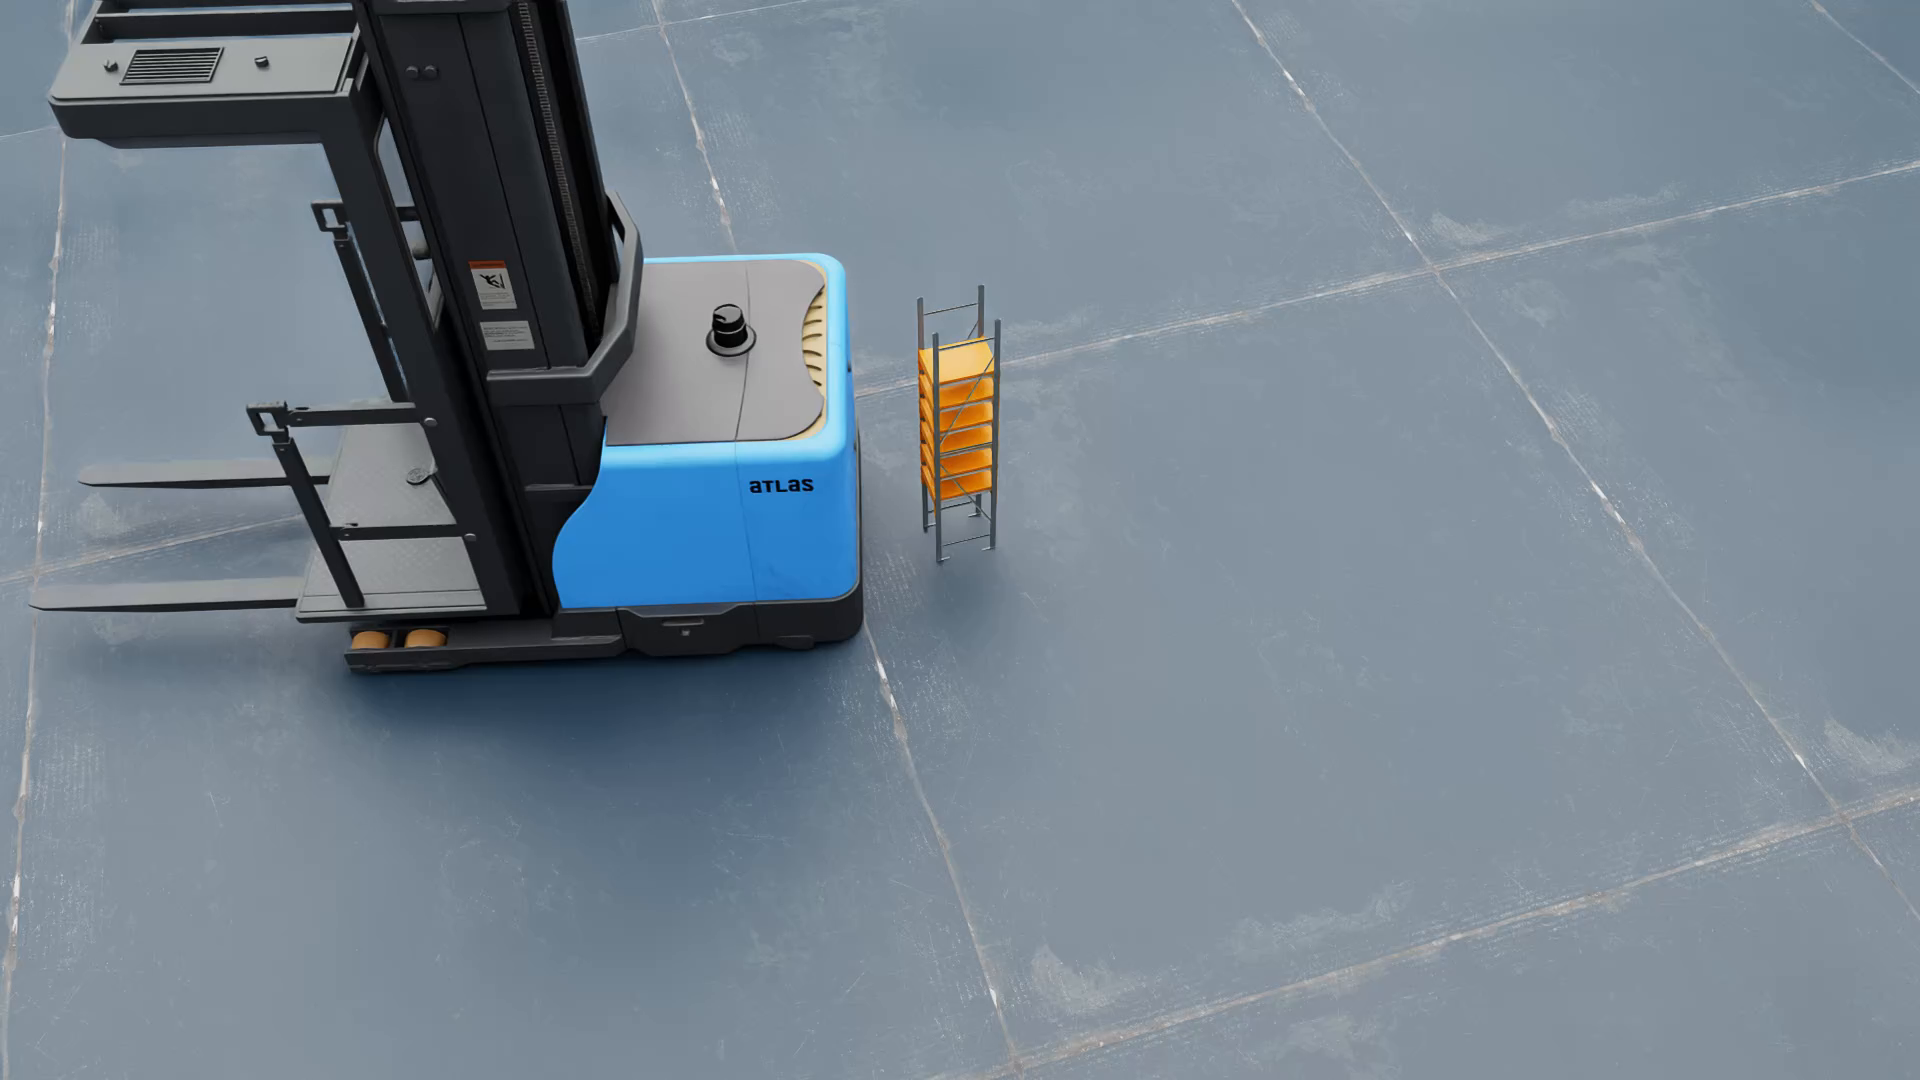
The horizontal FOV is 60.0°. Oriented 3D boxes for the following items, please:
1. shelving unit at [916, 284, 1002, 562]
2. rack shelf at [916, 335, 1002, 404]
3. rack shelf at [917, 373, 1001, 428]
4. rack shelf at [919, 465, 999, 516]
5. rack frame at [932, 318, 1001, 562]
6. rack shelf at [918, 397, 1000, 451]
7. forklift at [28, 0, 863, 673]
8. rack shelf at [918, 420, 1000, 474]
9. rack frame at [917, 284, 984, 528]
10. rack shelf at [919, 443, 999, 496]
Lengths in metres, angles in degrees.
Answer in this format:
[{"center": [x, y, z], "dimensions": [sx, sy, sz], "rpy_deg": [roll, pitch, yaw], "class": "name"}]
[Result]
[{"center": [-0.004, -0.397, 6.090], "dimensions": [0.258, 1.200, 0.189], "rpy_deg": [-13, 51, -11], "class": "shelving unit"}, {"center": [-0.004, -0.601, 5.849], "dimensions": [0.258, 0.103, 0.180], "rpy_deg": [-13, 51, -11], "class": "rack shelf"}, {"center": [-0.004, -0.523, 5.940], "dimensions": [0.258, 0.103, 0.180], "rpy_deg": [-13, 51, -11], "class": "rack shelf"}, {"center": [-0.004, -0.214, 6.307], "dimensions": [0.258, 0.103, 0.180], "rpy_deg": [-13, 51, -11], "class": "rack shelf"}, {"center": [0.023, -0.330, 6.034], "dimensions": [0.240, 1.200, 0.006], "rpy_deg": [-13, 51, -11], "class": "rack frame"}, {"center": [-0.004, -0.446, 6.032], "dimensions": [0.258, 0.103, 0.180], "rpy_deg": [-13, 51, -11], "class": "rack shelf"}, {"center": [-1.895, -0.874, 5.360], "dimensions": [3.031, 2.935, 1.130], "rpy_deg": [-2, 50, -2], "class": "forklift"}, {"center": [-0.004, -0.369, 6.124], "dimensions": [0.258, 0.103, 0.180], "rpy_deg": [-13, 51, -11], "class": "rack shelf"}, {"center": [-0.031, -0.464, 6.146], "dimensions": [0.240, 1.200, 0.006], "rpy_deg": [-13, 51, -11], "class": "rack frame"}, {"center": [-0.004, -0.291, 6.216], "dimensions": [0.258, 0.103, 0.180], "rpy_deg": [-13, 51, -11], "class": "rack shelf"}]
